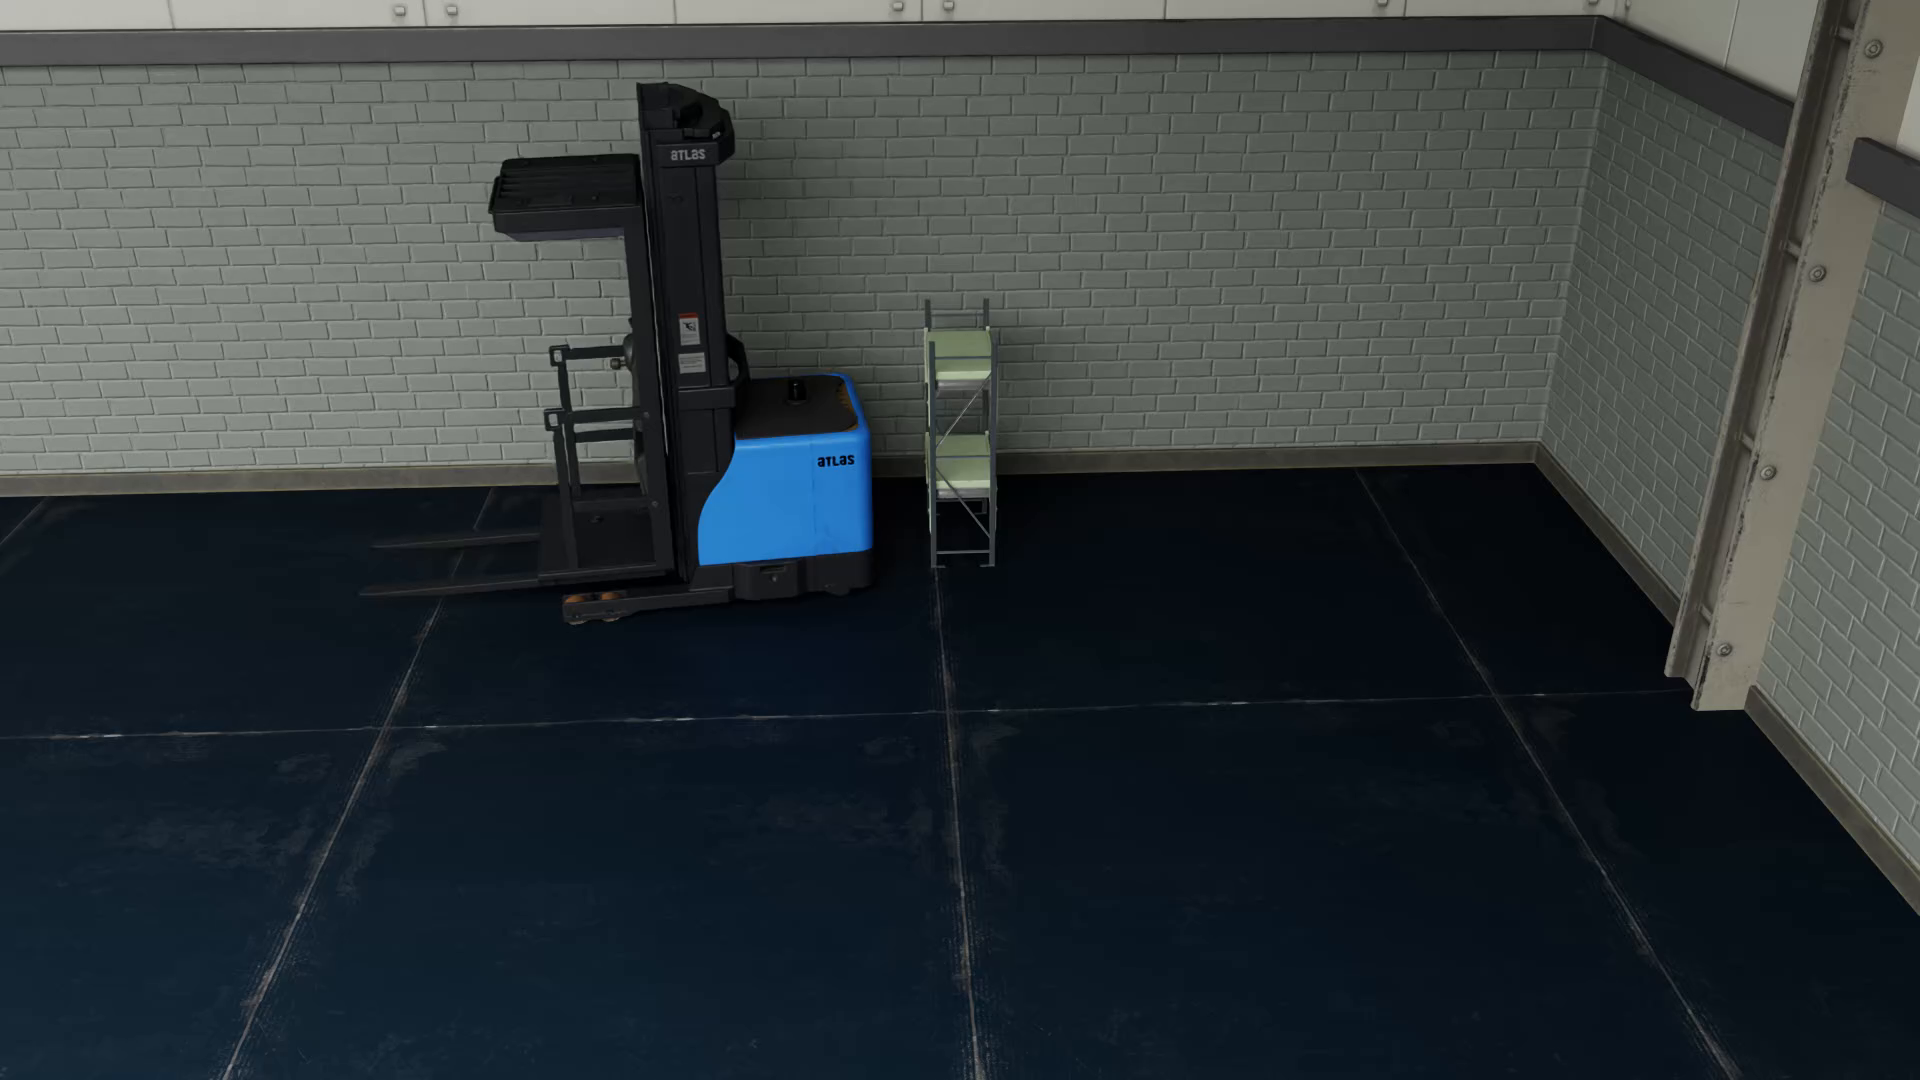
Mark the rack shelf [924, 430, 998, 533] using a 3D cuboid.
[{"bbox_3d":[0.000,-0.379,10.560,0.431,0.370,0.720,-1,28,-3],"label":"rack shelf"}]

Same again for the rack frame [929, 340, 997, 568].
[{"bbox_3d":[0.019,-0.499,10.085,0.400,1.500,0.023,-1,28,-3],"label":"rack frame"}]

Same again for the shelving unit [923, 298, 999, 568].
[{"bbox_3d":[0.000,-0.668,10.409,0.431,1.500,0.755,-1,28,-3],"label":"shelving unit"}]

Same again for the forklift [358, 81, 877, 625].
[{"bbox_3d":[-2.073,-1.067,9.626,3.031,2.935,1.130,-5,28,-9],"label":"forklift"}]

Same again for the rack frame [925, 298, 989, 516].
[{"bbox_3d":[-0.019,-0.837,10.733,0.400,1.500,0.023,-1,28,-3],"label":"rack frame"}]

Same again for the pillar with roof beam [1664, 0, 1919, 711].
[{"bbox_3d":[-0.188,-3.059,6.885,9.100,9.000,0.400,-1,28,-3],"label":"pillar with roof beam"}]

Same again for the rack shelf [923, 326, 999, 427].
[{"bbox_3d":[0.000,-1.014,10.229,0.431,0.370,0.720,-1,28,-3],"label":"rack shelf"}]
